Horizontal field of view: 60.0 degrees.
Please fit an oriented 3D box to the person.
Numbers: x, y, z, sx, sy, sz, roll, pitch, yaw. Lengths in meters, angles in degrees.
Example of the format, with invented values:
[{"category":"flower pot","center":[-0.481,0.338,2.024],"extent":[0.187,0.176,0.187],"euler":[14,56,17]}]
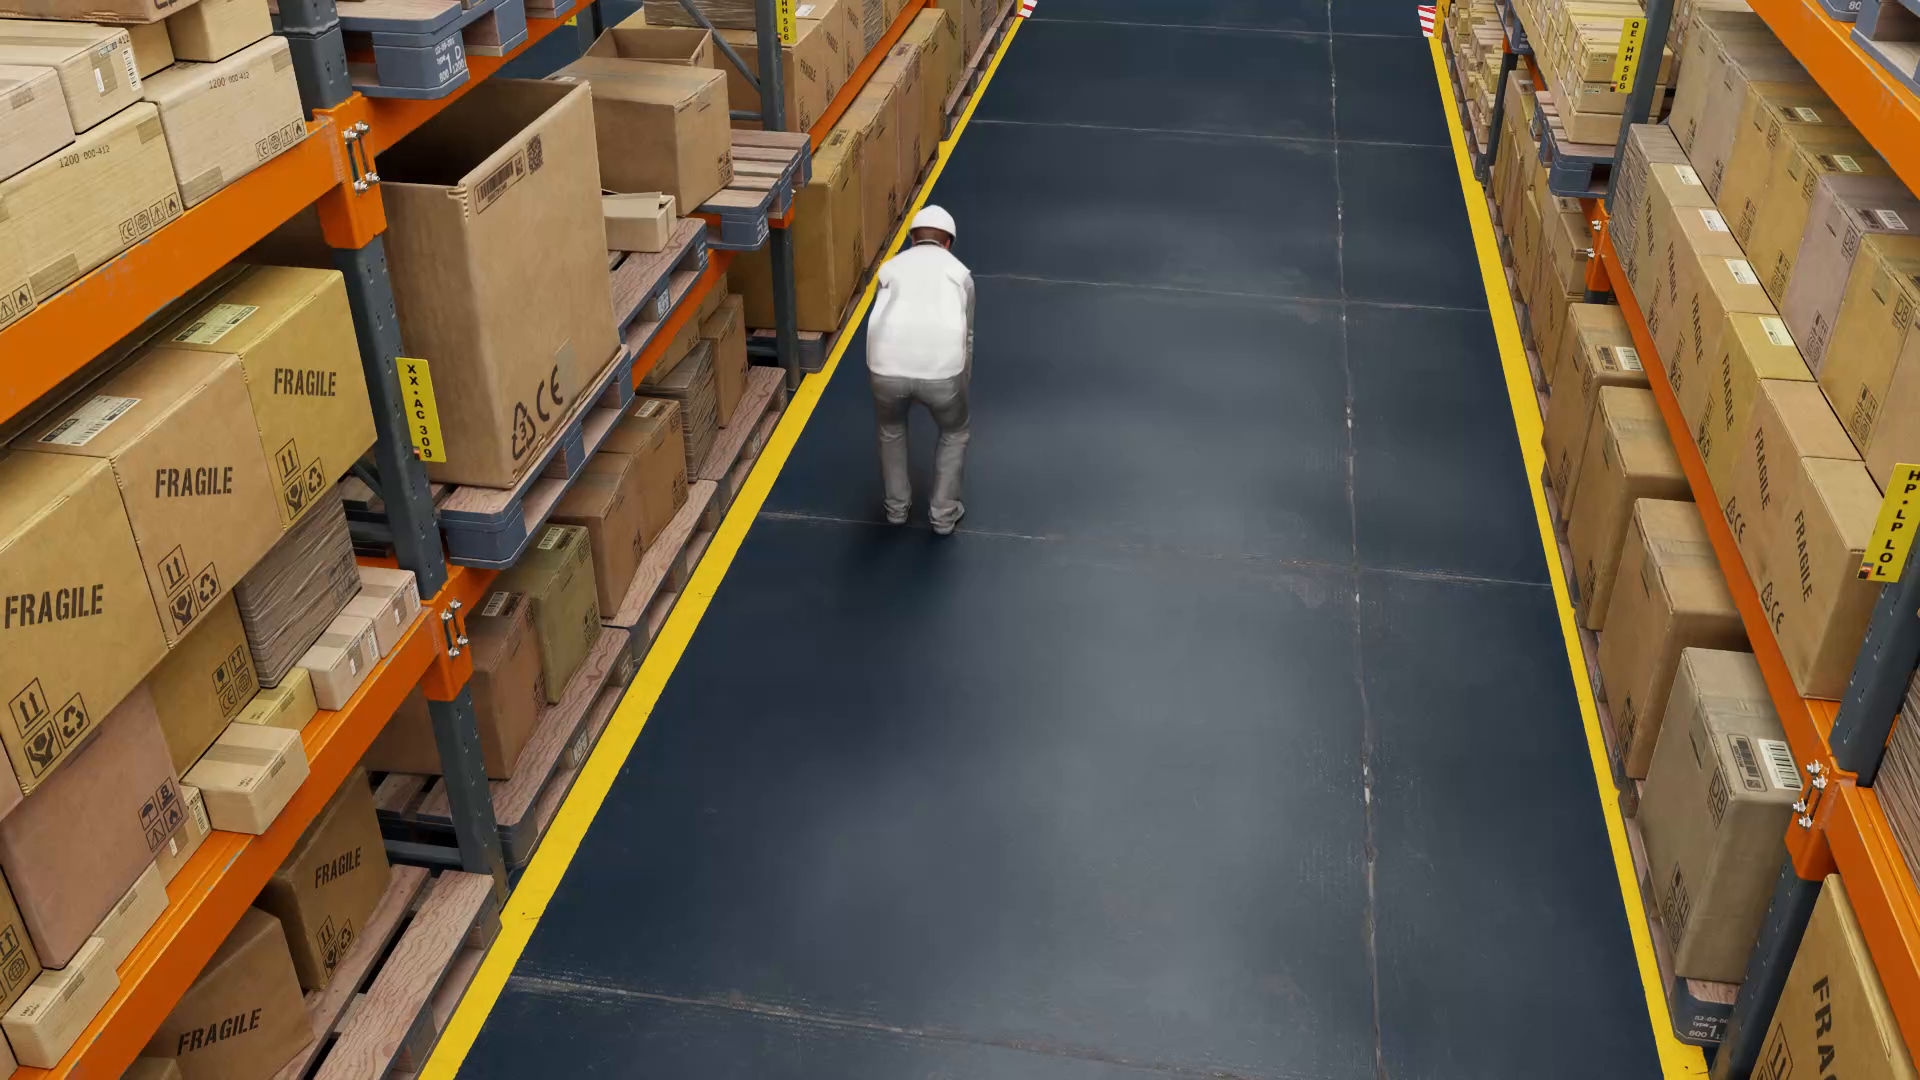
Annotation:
[{"category":"person","center":[-0.196,-0.877,7.529],"extent":[0.486,1.754,0.580],"euler":[5,32,7]}]
